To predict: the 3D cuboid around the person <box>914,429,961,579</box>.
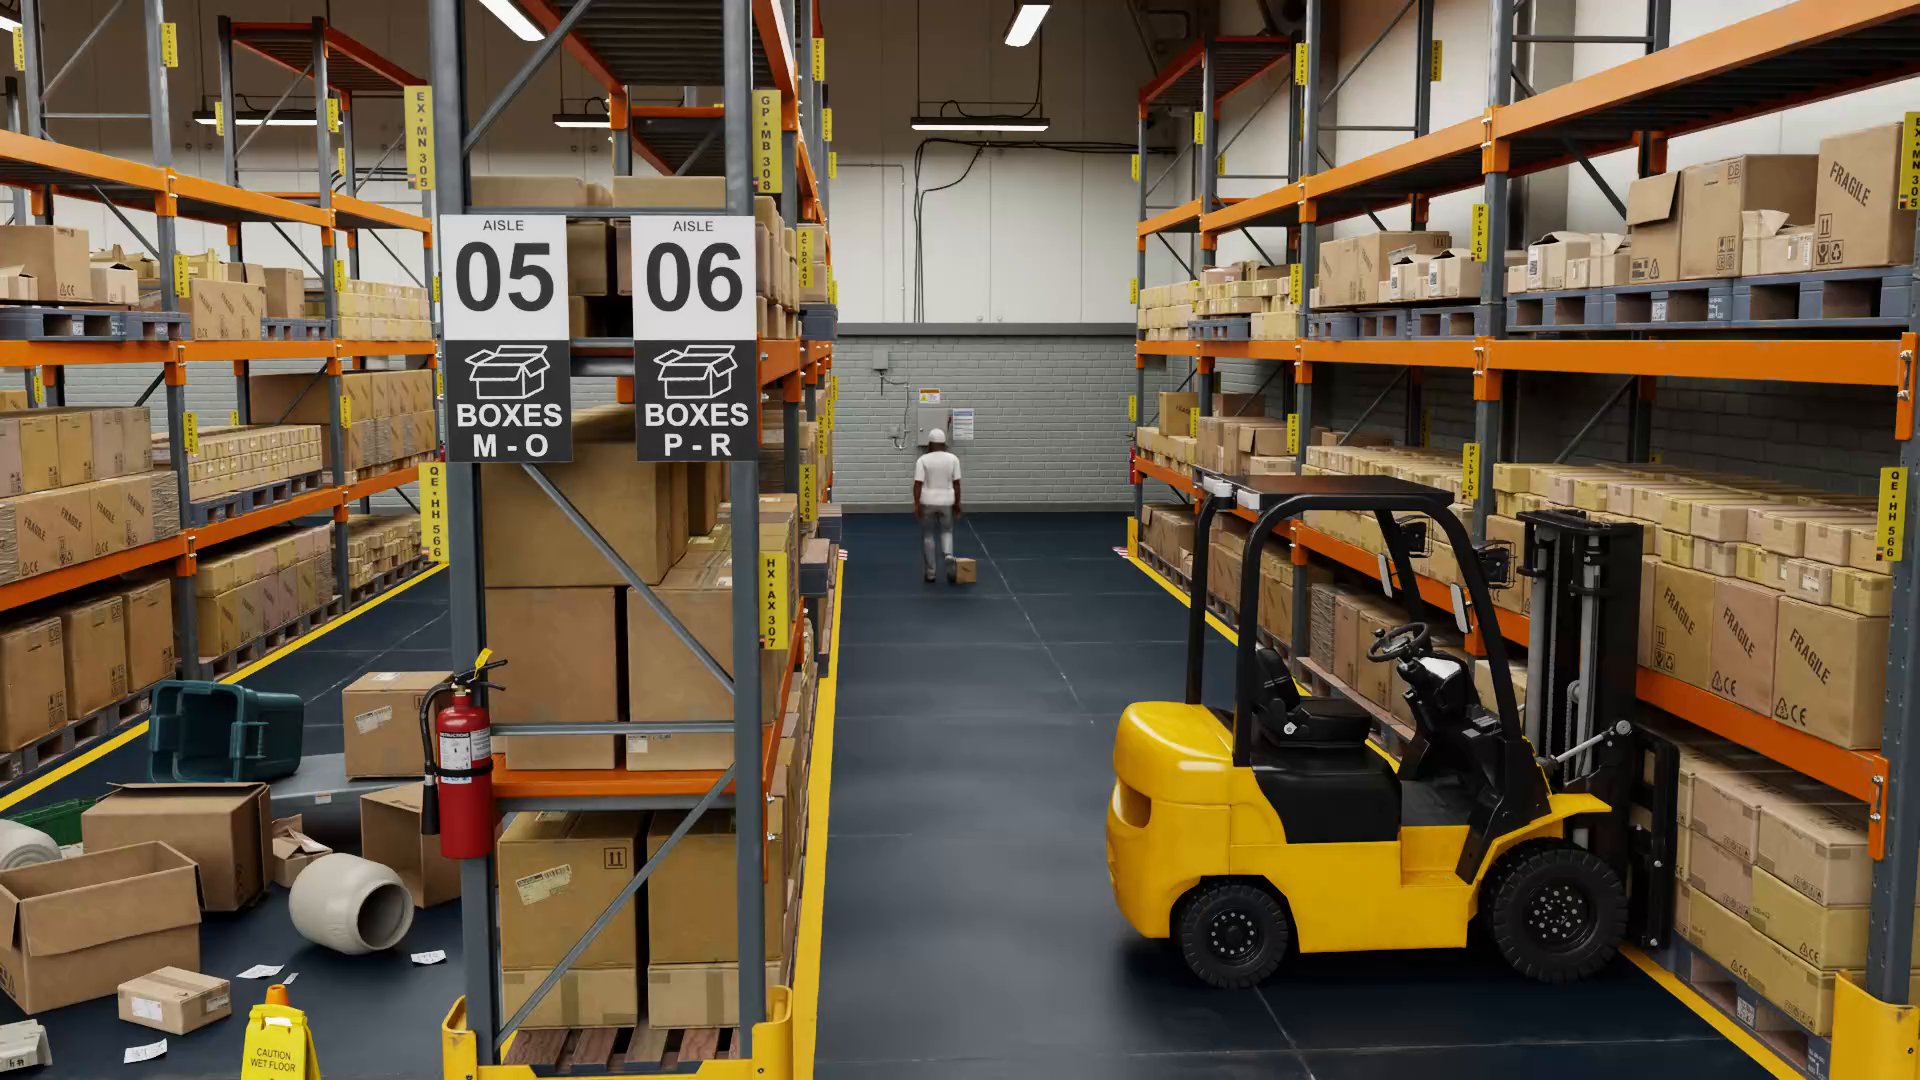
[{"bbox_3d":[-0.265,-0.418,19.409,0.571,1.754,0.563,-2,7,-13],"label":"person"}]
